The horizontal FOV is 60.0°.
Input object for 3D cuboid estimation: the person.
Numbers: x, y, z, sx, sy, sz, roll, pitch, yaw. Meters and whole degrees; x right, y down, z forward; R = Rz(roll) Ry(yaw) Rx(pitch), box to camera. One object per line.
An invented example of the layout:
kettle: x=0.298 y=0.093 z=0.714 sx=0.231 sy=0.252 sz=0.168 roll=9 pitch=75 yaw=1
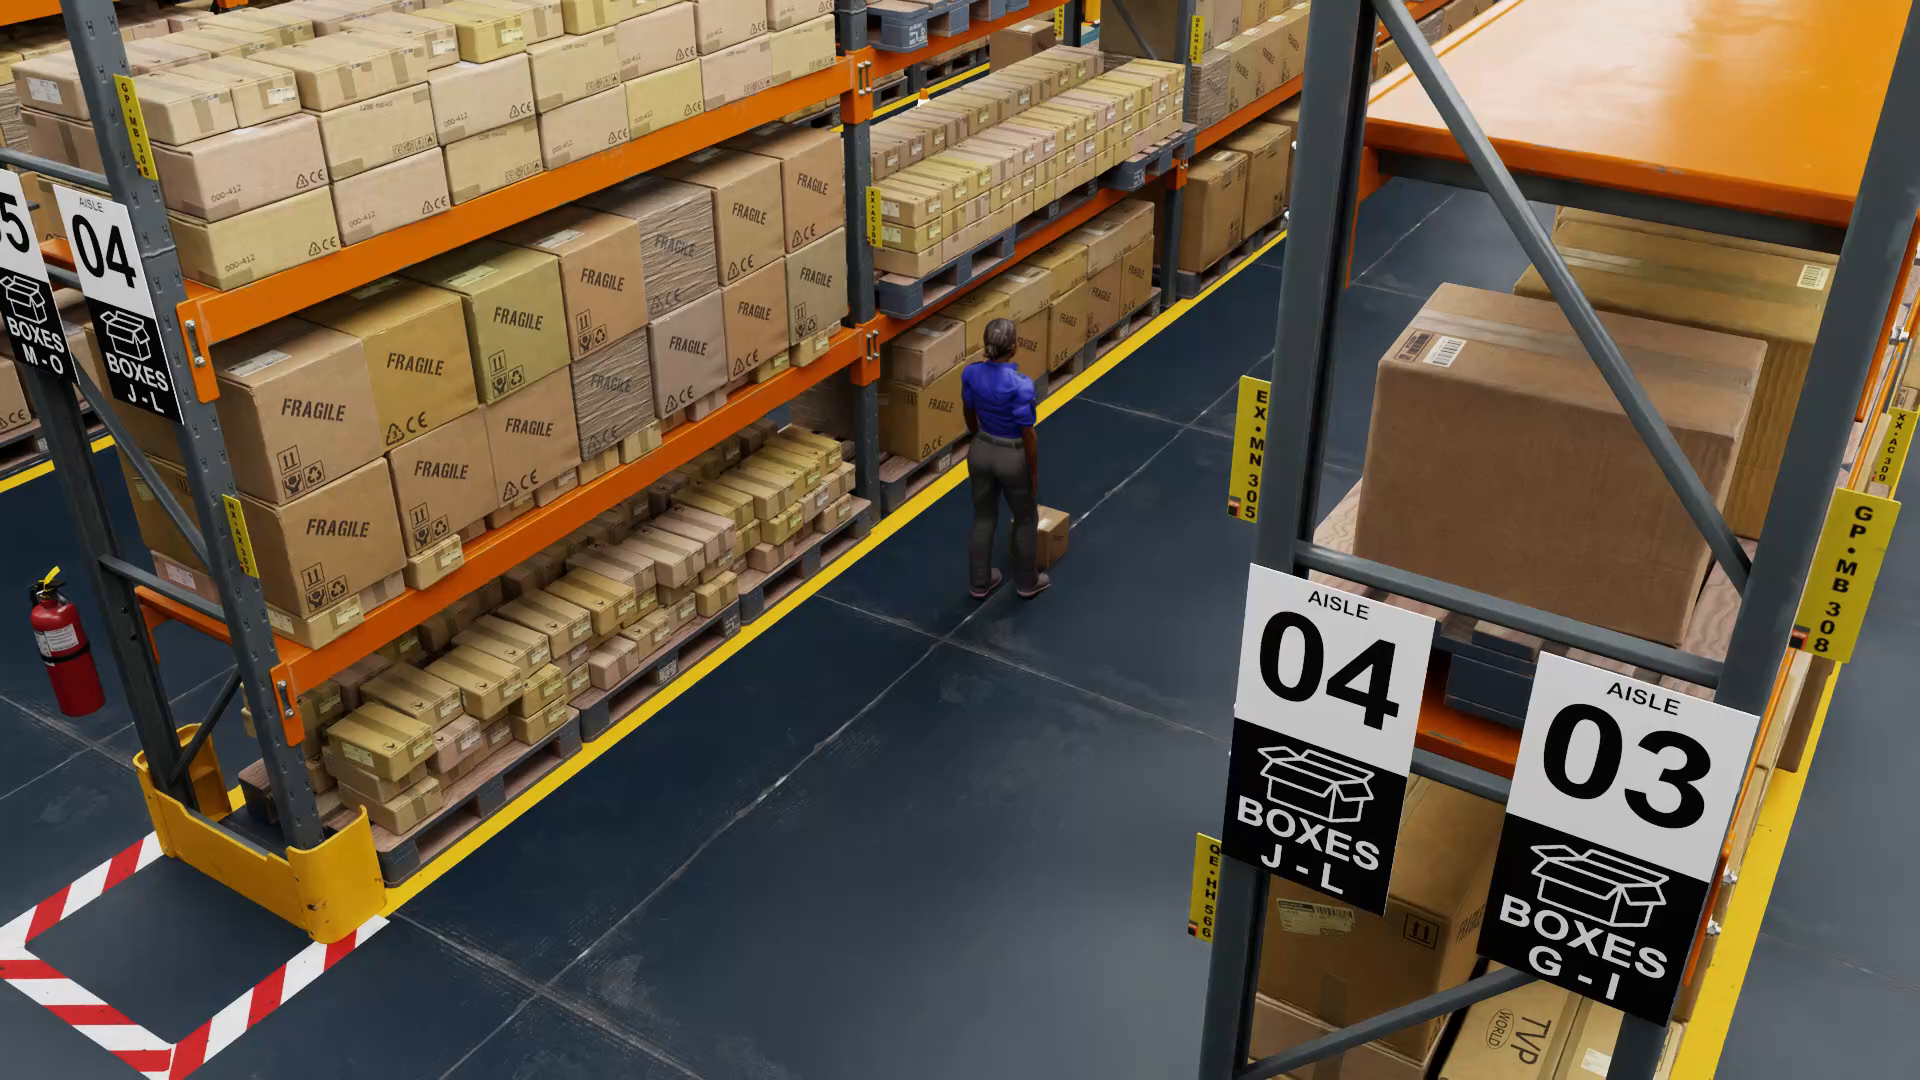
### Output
person: x=0.255 y=-0.440 z=8.938 sx=0.482 sy=1.682 sz=0.449 roll=17 pitch=35 yaw=26
